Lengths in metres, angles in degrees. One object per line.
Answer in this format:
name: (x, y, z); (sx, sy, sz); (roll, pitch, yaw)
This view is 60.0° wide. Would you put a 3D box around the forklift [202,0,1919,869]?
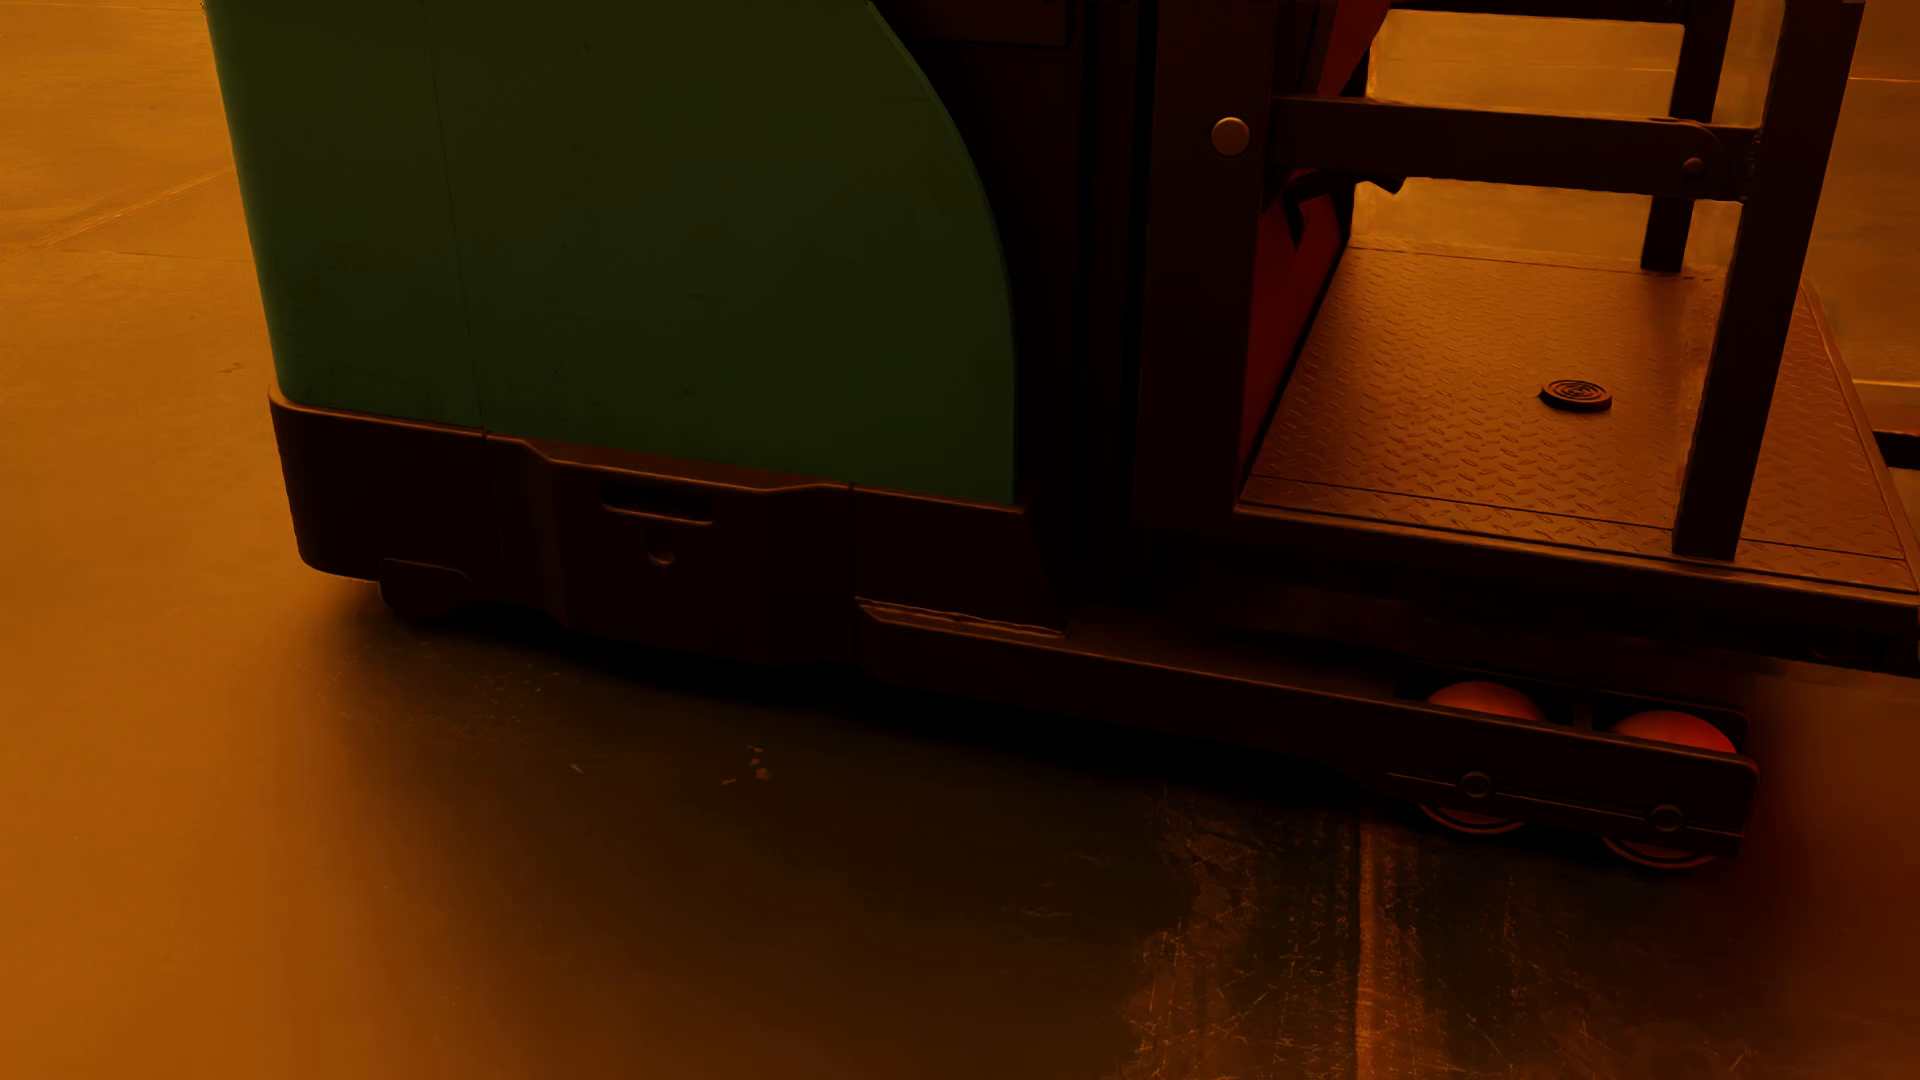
forklift: (0.651, -1.223, 1.671); (3.031, 2.935, 1.130); (8, 28, 16)
